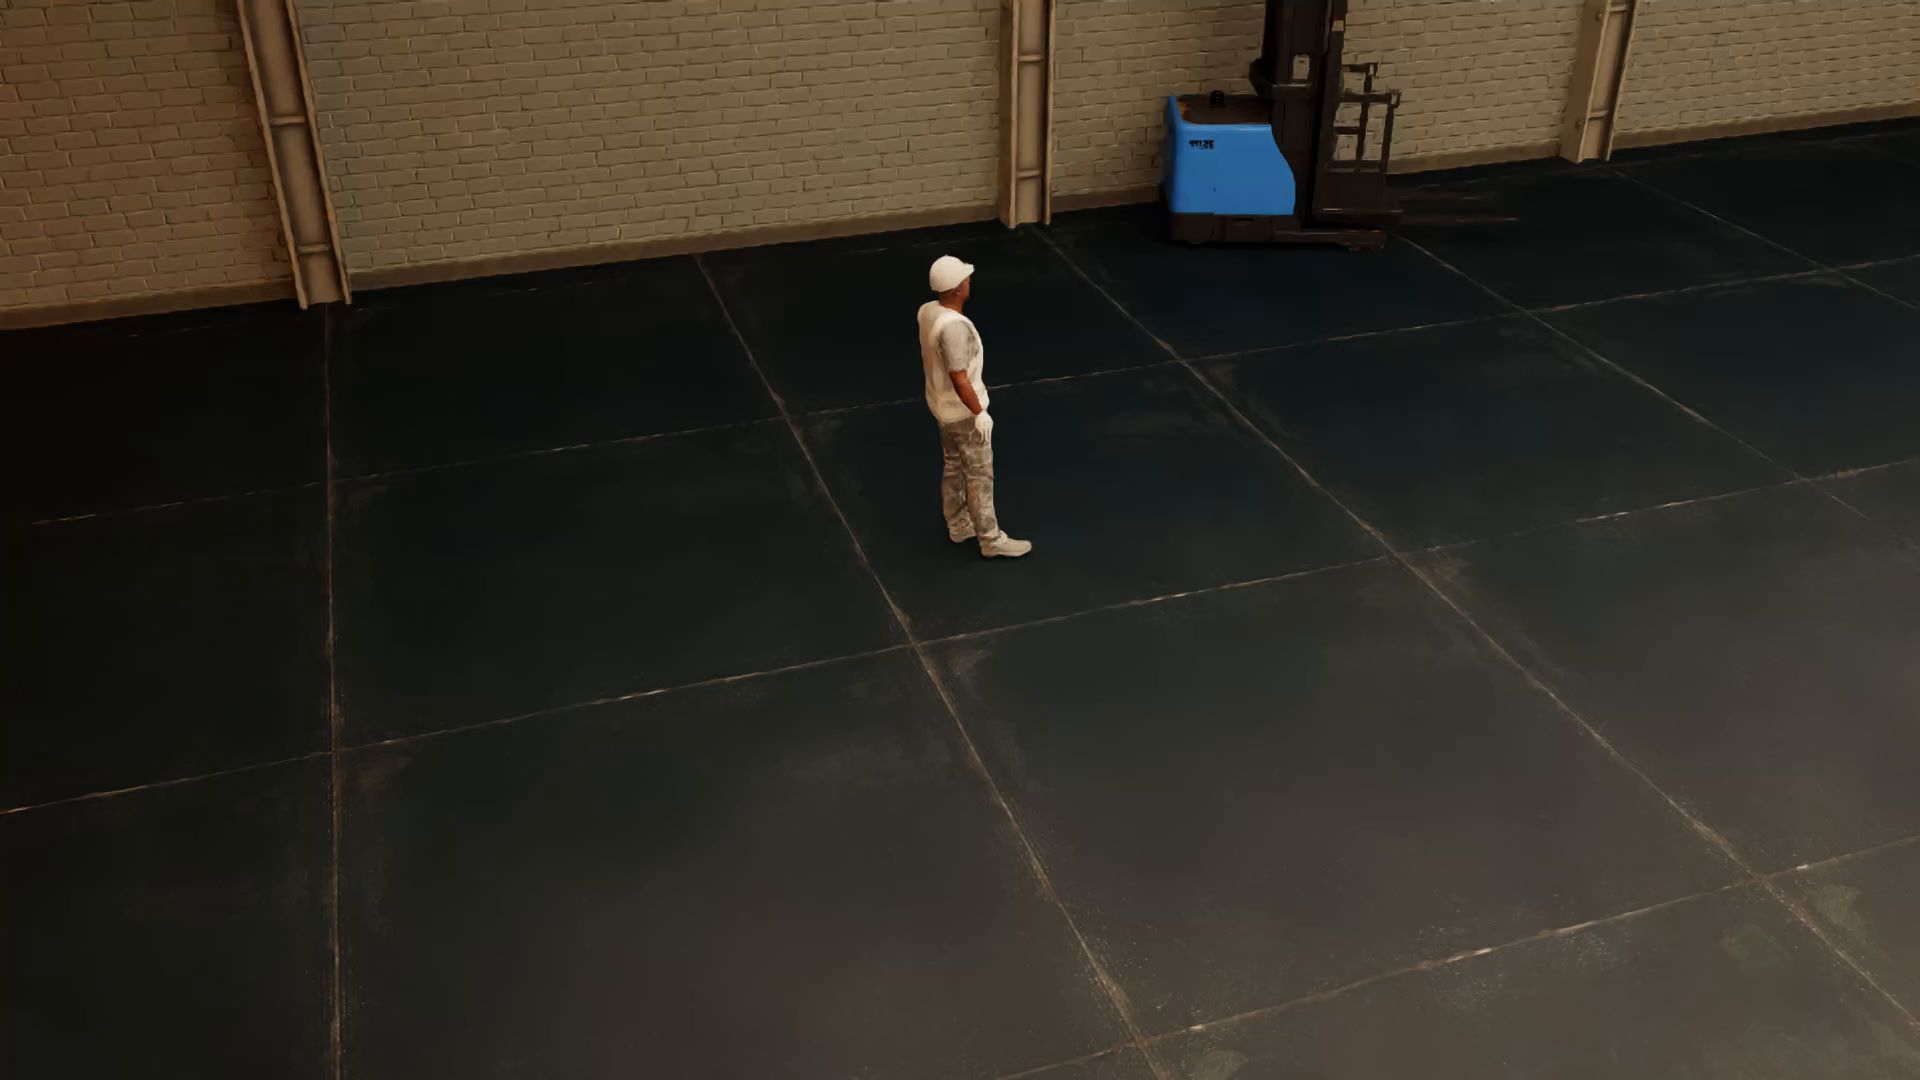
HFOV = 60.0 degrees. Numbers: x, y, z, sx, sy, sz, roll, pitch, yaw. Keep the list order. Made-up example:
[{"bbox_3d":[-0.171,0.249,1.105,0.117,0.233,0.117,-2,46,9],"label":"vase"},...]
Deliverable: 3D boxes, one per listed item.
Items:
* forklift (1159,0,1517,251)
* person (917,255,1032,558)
[{"bbox_3d":[3.325,-4.042,14.112,3.031,2.935,1.130,1,30,1],"label":"forklift"},{"bbox_3d":[0.071,-0.787,9.591,0.576,1.782,0.655,-10,31,-16],"label":"person"}]
